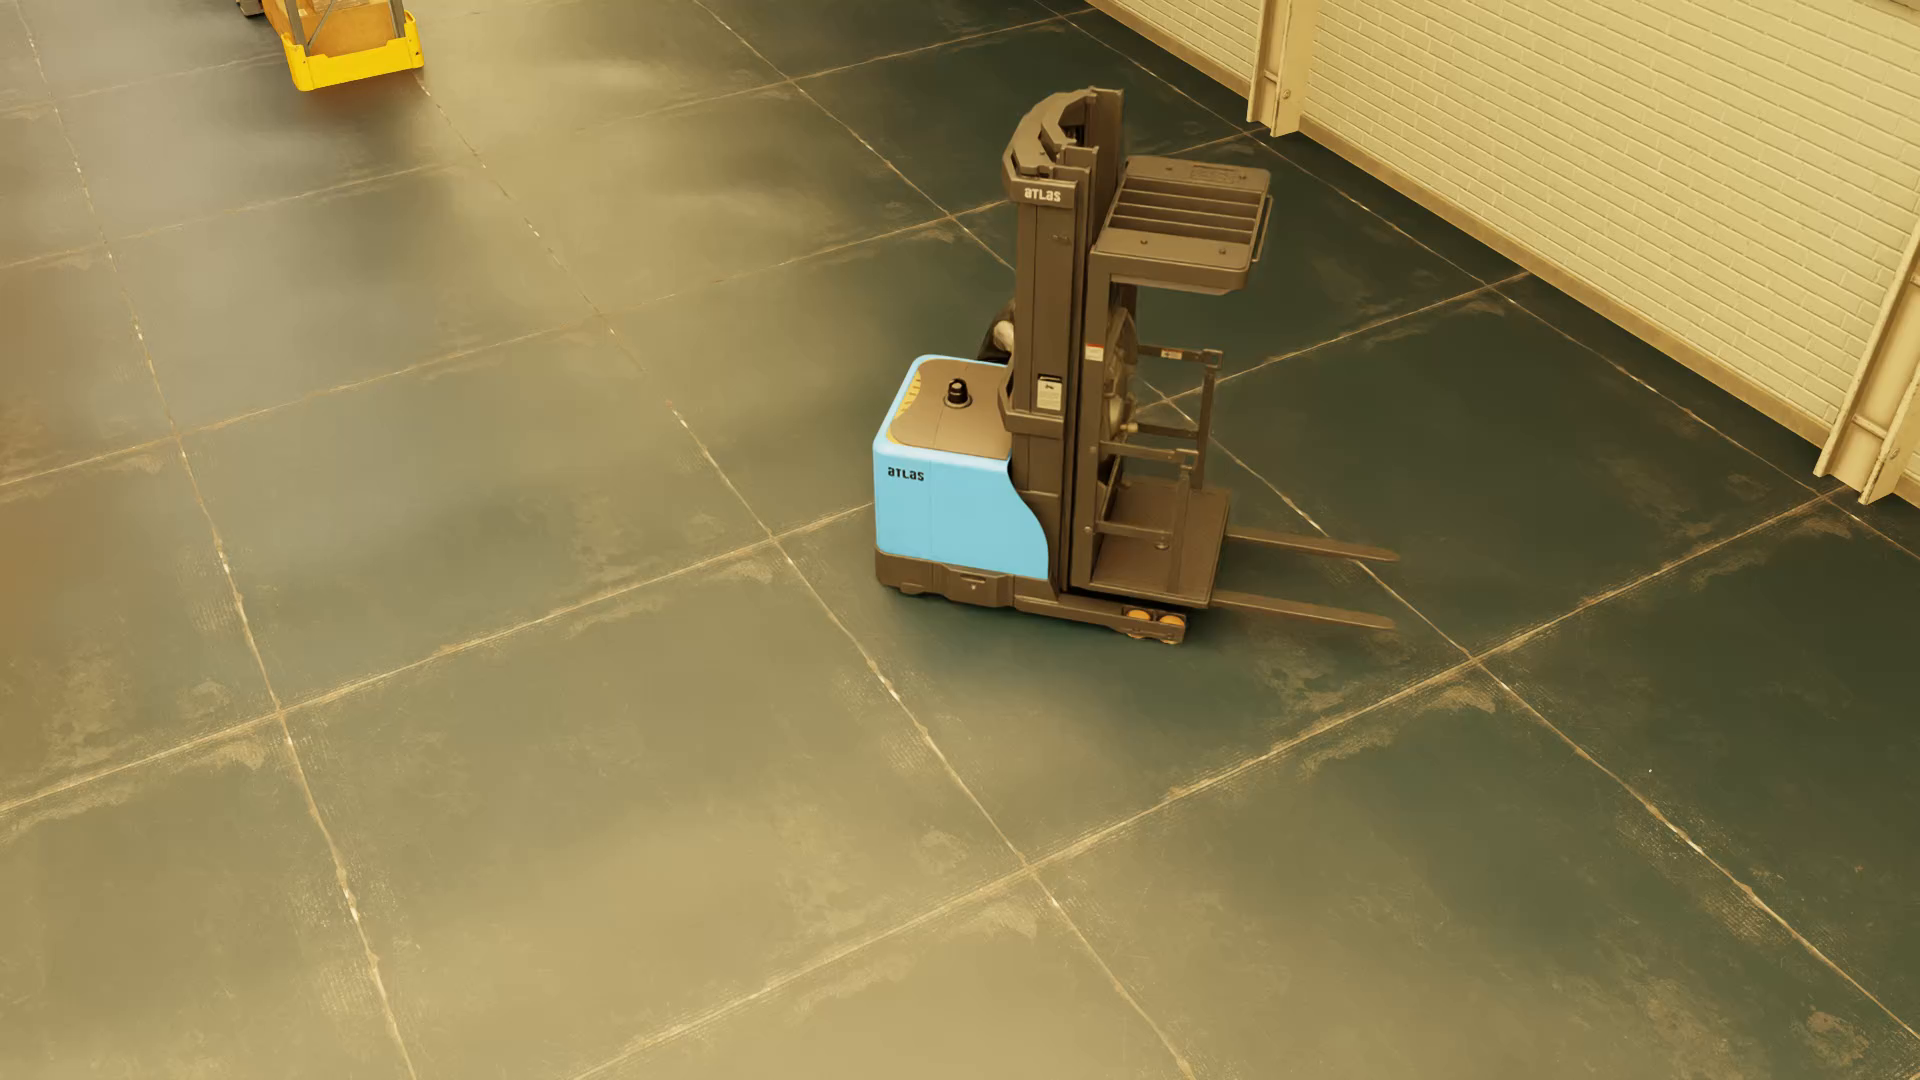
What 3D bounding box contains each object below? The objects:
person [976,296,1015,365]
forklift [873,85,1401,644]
[{"bbox_3d":[0.537,-1.105,10.605,0.733,1.384,1.376,29,48,30],"label":"person"},{"bbox_3d":[1.068,-0.904,9.125,3.031,2.935,1.130,9,41,11],"label":"forklift"}]
